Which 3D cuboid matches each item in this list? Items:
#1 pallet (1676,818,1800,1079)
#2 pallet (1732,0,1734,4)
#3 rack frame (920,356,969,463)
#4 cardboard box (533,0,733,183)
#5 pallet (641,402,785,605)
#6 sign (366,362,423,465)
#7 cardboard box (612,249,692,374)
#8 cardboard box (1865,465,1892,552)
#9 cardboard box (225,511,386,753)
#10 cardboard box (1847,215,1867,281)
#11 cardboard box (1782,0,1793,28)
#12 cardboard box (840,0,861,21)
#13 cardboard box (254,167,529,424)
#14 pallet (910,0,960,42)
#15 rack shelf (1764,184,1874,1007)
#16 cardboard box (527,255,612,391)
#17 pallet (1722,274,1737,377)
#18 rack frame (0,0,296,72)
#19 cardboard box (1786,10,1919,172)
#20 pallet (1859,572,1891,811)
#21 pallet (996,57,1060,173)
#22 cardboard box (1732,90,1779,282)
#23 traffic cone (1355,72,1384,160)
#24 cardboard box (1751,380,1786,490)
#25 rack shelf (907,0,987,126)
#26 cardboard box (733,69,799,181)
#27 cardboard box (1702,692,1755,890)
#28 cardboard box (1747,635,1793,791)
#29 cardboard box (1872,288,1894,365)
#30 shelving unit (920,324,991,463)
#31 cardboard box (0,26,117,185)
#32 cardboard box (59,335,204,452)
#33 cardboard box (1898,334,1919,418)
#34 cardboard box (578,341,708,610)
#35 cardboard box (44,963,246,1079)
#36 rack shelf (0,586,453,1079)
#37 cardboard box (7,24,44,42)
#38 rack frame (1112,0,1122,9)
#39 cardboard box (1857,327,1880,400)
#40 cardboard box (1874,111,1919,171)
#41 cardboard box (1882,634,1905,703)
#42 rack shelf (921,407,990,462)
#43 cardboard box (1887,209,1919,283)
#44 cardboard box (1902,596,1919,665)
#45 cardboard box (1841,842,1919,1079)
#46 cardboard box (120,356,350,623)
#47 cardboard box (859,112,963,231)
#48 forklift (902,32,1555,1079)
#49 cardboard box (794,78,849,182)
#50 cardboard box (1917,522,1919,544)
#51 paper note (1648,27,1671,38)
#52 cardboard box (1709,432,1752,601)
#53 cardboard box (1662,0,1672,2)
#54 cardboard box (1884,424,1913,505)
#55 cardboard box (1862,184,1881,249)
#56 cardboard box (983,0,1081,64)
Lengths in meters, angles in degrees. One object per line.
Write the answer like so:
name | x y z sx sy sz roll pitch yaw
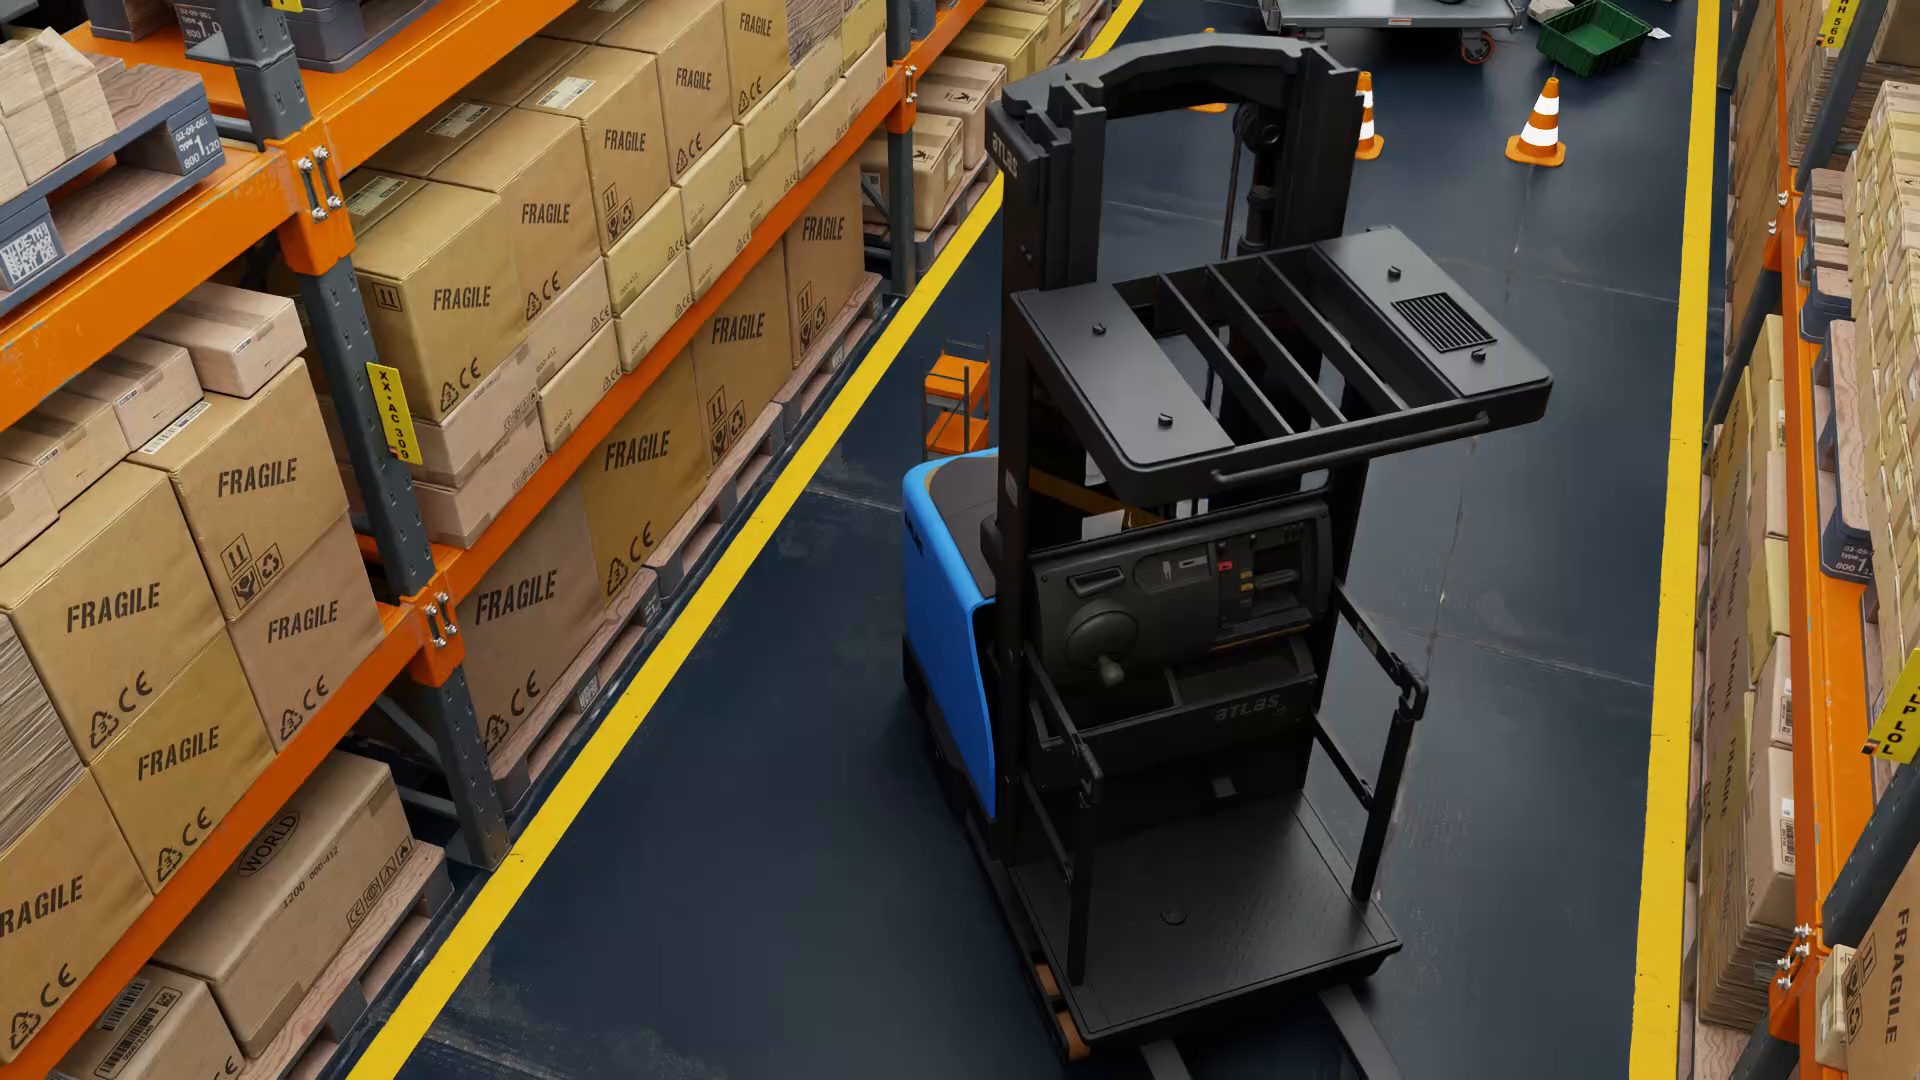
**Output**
pallet | 2.859 1.512 5.315 1.003 0.211 1.213 13 42 15
pallet | 6.079 -4.085 11.876 1.003 0.211 1.213 13 42 15
rack frame | -0.060 -0.292 6.784 0.200 1.050 0.008 13 42 15
cardboard box | -1.179 -1.672 6.052 0.500 0.500 0.500 13 42 14
pallet | -1.484 -0.284 7.420 1.003 0.211 1.213 13 42 15
sign | -1.570 -0.348 4.619 0.100 0.325 0.005 13 42 15
cardboard box | -1.328 -0.889 6.096 0.500 0.250 0.500 13 42 15
cardboard box | 2.895 -0.058 4.877 0.380 0.149 0.250 12 42 13
cardboard box | -2.011 0.191 4.638 0.500 0.500 0.500 14 42 15
cardboard box | 3.436 -1.021 6.006 0.380 0.149 0.250 15 43 17
cardboard box | 4.378 -2.808 8.153 0.500 0.500 0.500 14 42 16
cardboard box | -0.655 -2.596 7.134 0.500 0.500 0.500 12 42 14
cardboard box | -1.671 -0.734 4.952 0.500 0.500 0.500 14 42 16
pallet | -0.581 -2.936 8.528 1.213 0.211 1.003 13 42 15
rack shelf | 3.278 -0.020 5.517 1.077 0.370 4.000 13 42 15
cardboard box | -1.525 -0.774 5.577 0.500 0.250 0.500 14 42 16
pallet | 4.302 -0.917 8.162 1.003 0.211 1.213 13 42 15
rack frame | -2.092 -2.393 3.122 1.000 3.000 0.127 13 42 15
cardboard box | 3.864 -1.886 7.072 0.500 0.500 0.500 13 42 15
pallet | 2.992 0.565 4.424 1.003 0.211 1.213 13 42 15
pallet | -0.037 -2.708 10.261 1.003 0.211 1.213 13 42 15
cardboard box | 4.550 -1.703 8.345 1.050 0.750 0.750 14 42 16
traffic cone | 2.376 -2.559 9.893 0.336 0.463 0.334 13 42 15
cardboard box | 3.325 -0.332 6.352 0.500 0.250 0.500 13 42 15
rack shelf | -0.040 -3.497 9.592 1.077 0.370 4.000 13 42 15
cardboard box | -0.979 -1.702 6.664 0.500 0.250 0.500 12 42 14
cardboard box | 2.786 0.897 5.490 0.500 0.500 0.500 12 42 14
cardboard box | 2.799 0.611 5.247 0.500 0.250 0.500 15 43 17
cardboard box | 3.169 -0.655 5.347 0.380 0.149 0.250 13 42 15
shelving unit | -0.018 -0.367 6.871 0.215 1.050 0.252 13 42 15
cardboard box | -2.010 -0.938 3.430 0.396 0.266 0.258 15 43 16
cardboard box | -2.091 -0.381 4.038 0.380 0.149 0.250 14 43 16
cardboard box | 2.994 -0.447 4.875 0.380 0.149 0.250 11 42 13
cardboard box | -1.654 -0.411 6.734 0.875 0.875 0.875 14 43 16
cardboard box | -2.713 1.609 4.703 0.875 0.438 0.875 12 42 14
rack shelf | -2.776 1.383 3.873 1.077 0.370 4.000 13 42 15
cardboard box | -5.321 -2.748 9.263 0.380 0.149 0.250 11 42 13
rack frame | 0.644 -4.990 10.788 1.000 3.000 0.127 13 42 15
cardboard box | 3.168 -0.541 5.442 0.380 0.149 0.250 14 42 16
cardboard box | 3.532 -1.401 5.992 0.380 0.149 0.250 12 42 14
cardboard box | 2.632 0.417 4.320 0.380 0.149 0.250 14 42 15
rack shelf | -0.018 -0.359 6.878 0.215 0.259 0.240 13 42 15
cardboard box | 3.263 -0.925 5.435 0.380 0.149 0.250 15 43 17
cardboard box | 2.634 0.301 4.227 0.380 0.149 0.250 14 42 15
cardboard box | 2.188 1.021 3.436 0.500 0.500 0.500 13 42 14
cardboard box | -1.994 -0.180 4.303 0.500 0.500 0.500 13 42 15
cardboard box | -0.522 -2.053 9.046 0.950 0.372 0.625 11 42 12
forklift | 0.734 0.243 4.707 1.130 2.935 3.031 -12 42 -14
cardboard box | -0.813 -1.812 7.179 0.500 0.250 0.500 14 42 16
cardboard box | 2.729 0.026 4.320 0.380 0.149 0.250 12 42 14
paper note | 4.709 -3.435 11.252 0.147 0.020 0.142 -13 42 -15
cardboard box | 3.312 -0.040 6.588 0.500 0.500 0.500 14 42 16
cardboard box | 4.896 -4.178 11.760 0.500 0.500 0.500 21 45 22
cardboard box | 2.901 -0.176 4.785 0.380 0.149 0.250 11 42 13
cardboard box | 3.429 -1.111 5.882 0.380 0.149 0.250 12 42 14
cardboard box | 0.224 -3.391 10.614 0.950 0.372 0.625 16 43 18
